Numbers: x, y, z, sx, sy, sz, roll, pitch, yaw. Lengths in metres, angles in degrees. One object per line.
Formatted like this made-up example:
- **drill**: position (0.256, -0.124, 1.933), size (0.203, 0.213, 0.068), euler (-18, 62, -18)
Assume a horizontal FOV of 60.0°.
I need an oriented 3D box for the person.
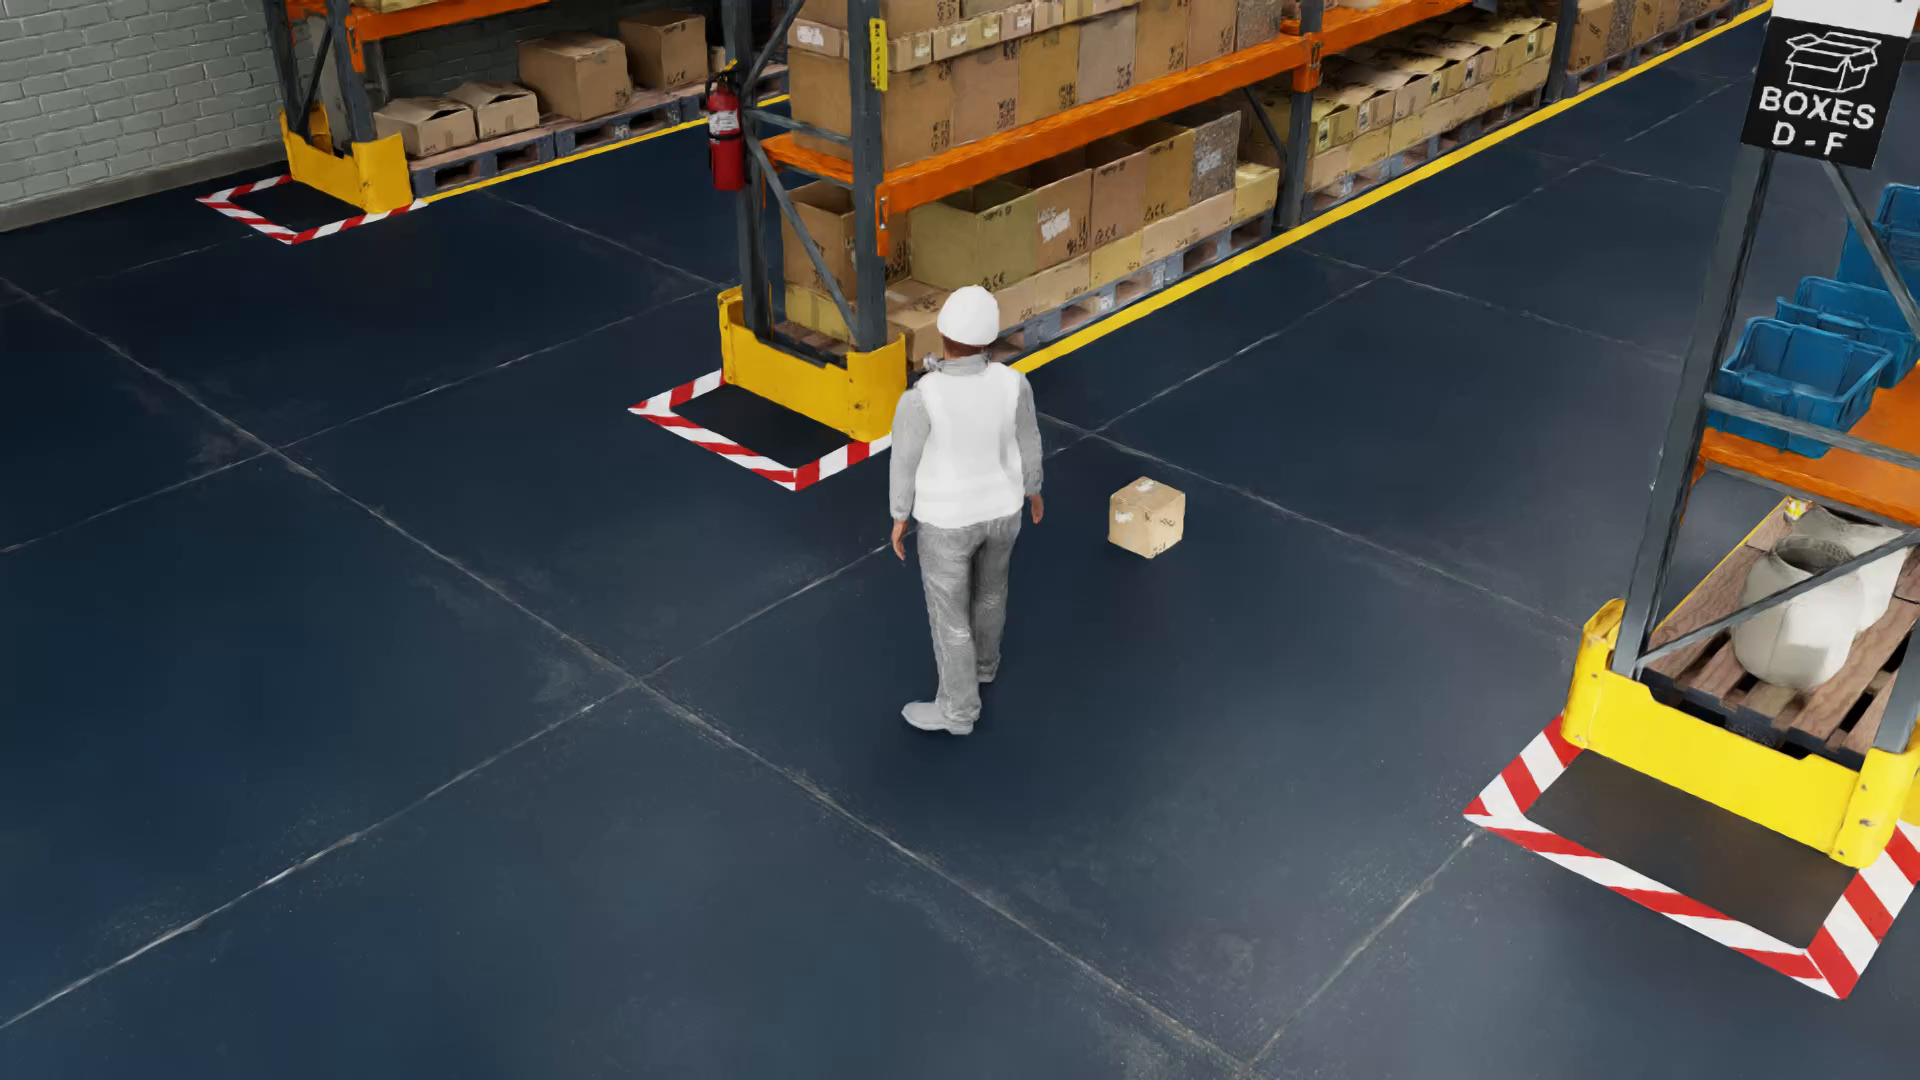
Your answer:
- **person**: position (0.017, -0.147, 6.305), size (0.640, 1.770, 0.578), euler (-15, 34, -24)
